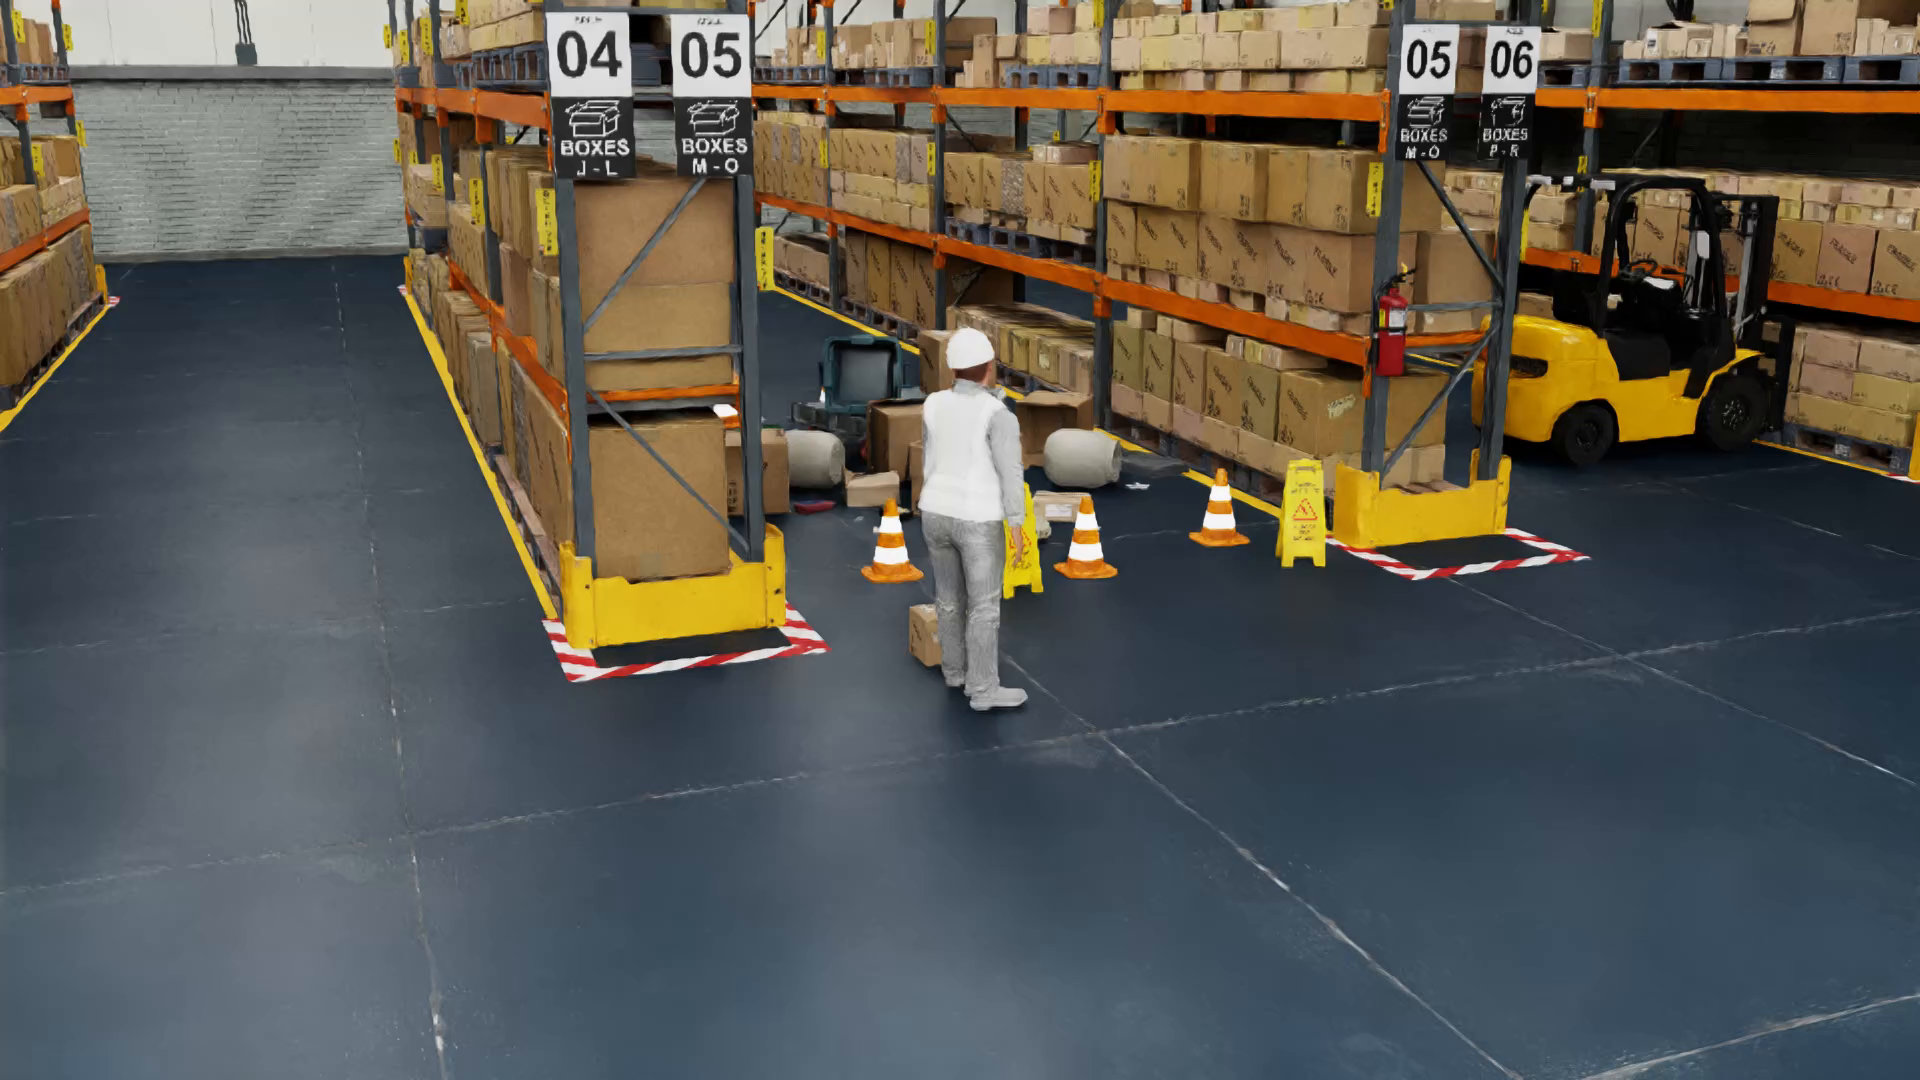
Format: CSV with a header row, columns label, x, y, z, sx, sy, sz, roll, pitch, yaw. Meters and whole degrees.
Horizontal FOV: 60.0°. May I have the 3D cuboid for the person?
label,x,y,z,sx,sy,sz,roll,pitch,yaw
person,0.102,-0.113,7.805,0.582,1.779,0.516,11,19,34
